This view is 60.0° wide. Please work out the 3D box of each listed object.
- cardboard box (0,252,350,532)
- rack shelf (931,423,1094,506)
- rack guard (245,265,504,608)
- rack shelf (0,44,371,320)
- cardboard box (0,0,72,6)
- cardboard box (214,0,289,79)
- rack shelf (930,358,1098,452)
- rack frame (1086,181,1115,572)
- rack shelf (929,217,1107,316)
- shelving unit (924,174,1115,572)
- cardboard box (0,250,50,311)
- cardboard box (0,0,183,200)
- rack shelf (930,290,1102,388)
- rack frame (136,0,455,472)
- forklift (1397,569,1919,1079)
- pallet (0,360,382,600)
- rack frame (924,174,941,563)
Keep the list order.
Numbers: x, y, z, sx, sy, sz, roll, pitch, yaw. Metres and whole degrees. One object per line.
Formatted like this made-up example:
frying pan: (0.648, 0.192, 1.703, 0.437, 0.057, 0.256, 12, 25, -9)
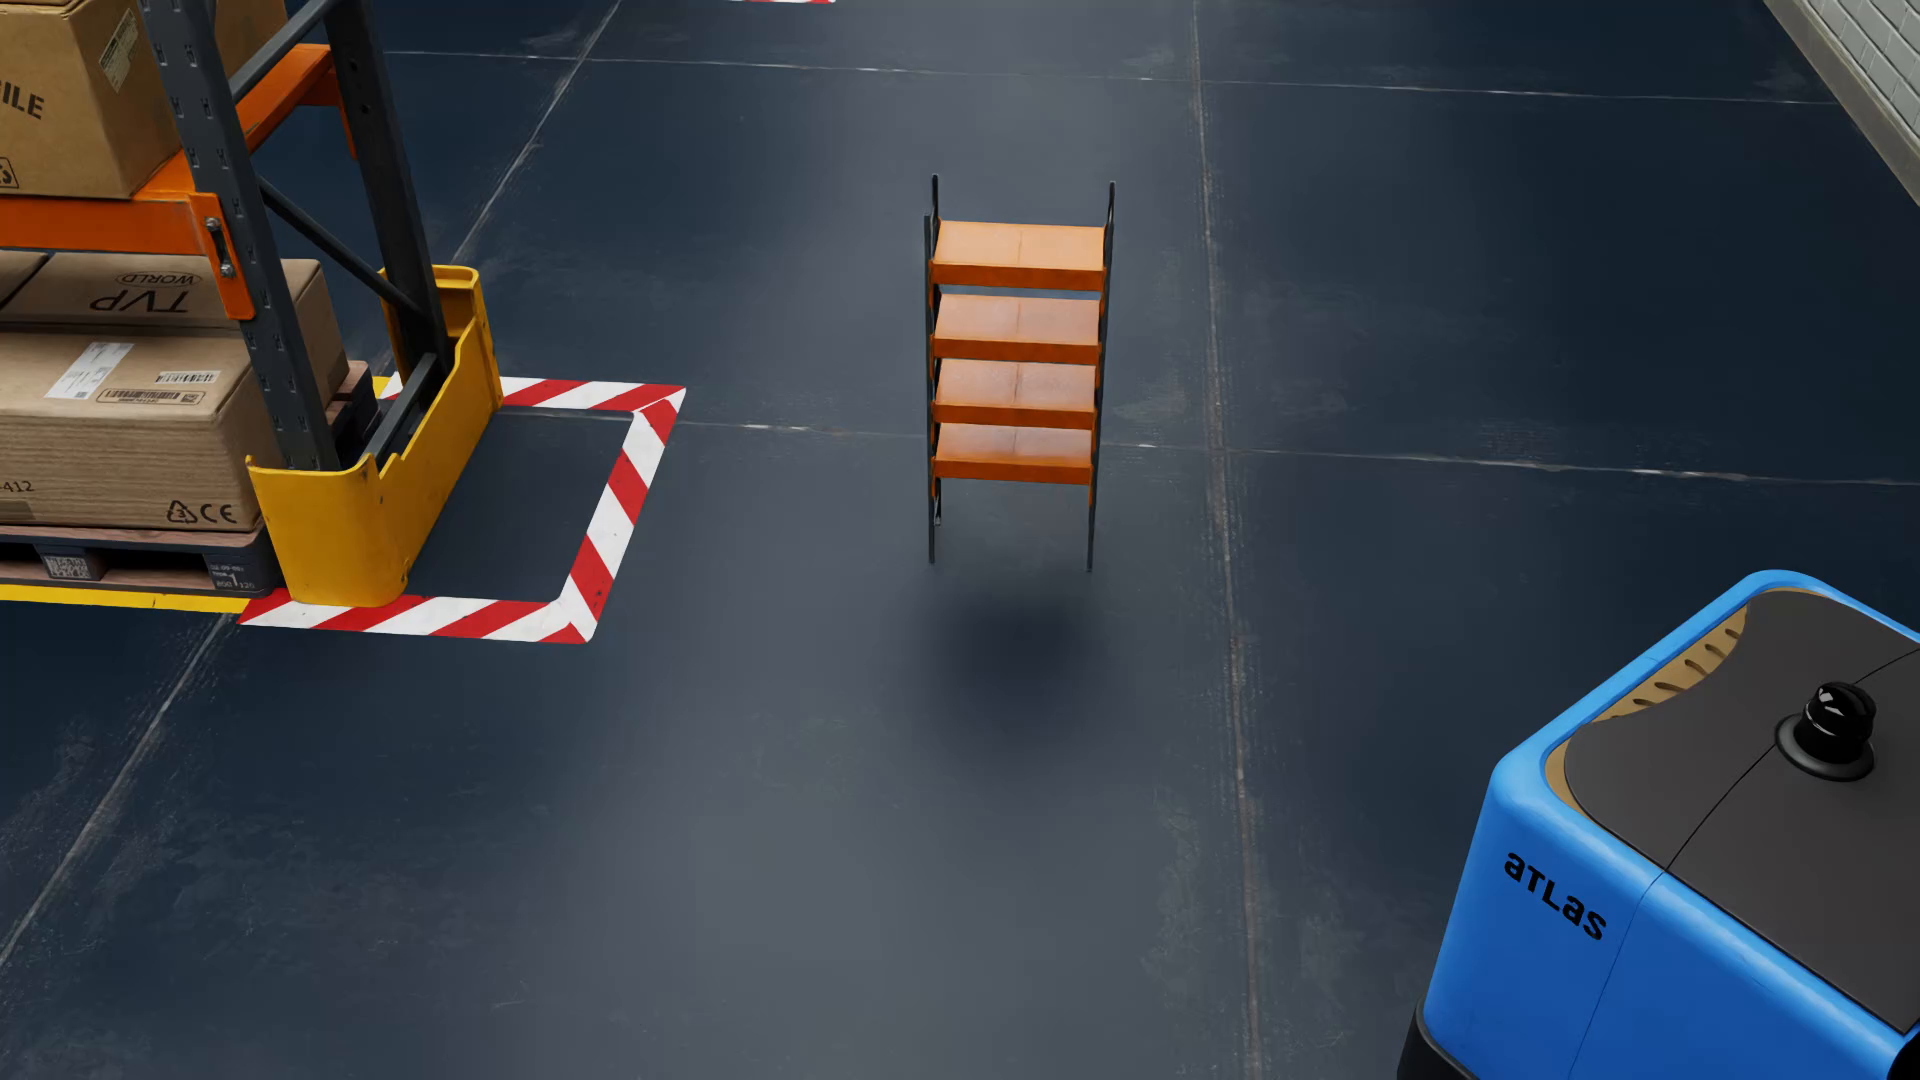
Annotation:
cardboard box: (-2.512, -0.476, 5.156, 0.875, 0.438, 0.875, 2, 39, 2)
rack shelf: (0.165, -0.250, 5.028, 0.480, 0.148, 0.258, 3, 39, 4)
rack guard: (-1.822, -0.363, 5.300, 0.348, 0.500, 1.175, 3, 39, 4)
rack shelf: (-3.838, -1.164, 4.873, 4.000, 0.370, 1.077, 3, 39, 4)
cardboard box: (-2.346, -1.637, 4.014, 0.500, 0.500, 0.500, 4, 39, 5)
cardboard box: (-2.299, -1.579, 4.735, 0.500, 0.500, 0.500, 3, 39, 3)
rack shelf: (0.165, -0.404, 4.903, 0.480, 0.148, 0.258, 3, 39, 4)
rack frame: (0.408, -0.443, 4.844, 0.015, 1.200, 0.240, 3, 39, 4)
rack shelf: (0.165, -0.761, 4.612, 0.480, 0.148, 0.258, 3, 39, 4)
shelving unit: (0.165, -0.456, 4.860, 0.503, 1.200, 0.258, 3, 39, 4)
cardboard box: (-3.424, -0.521, 5.210, 0.875, 0.438, 0.875, 4, 39, 5)
cardboard box: (-2.349, -1.232, 4.309, 0.500, 0.500, 0.500, 3, 39, 4)
rack shelf: (0.165, -0.578, 4.761, 0.480, 0.148, 0.258, 3, 39, 4)
rack frame: (-1.846, -1.334, 4.512, 0.127, 3.000, 1.000, 3, 39, 4)
forklift: (2.278, 0.648, 2.132, 1.130, 2.935, 3.031, -27, 46, -29)
pallet: (-2.649, -0.247, 5.386, 1.213, 0.211, 1.003, 3, 39, 4)
rack frame: (-0.078, -0.470, 4.876, 0.015, 1.200, 0.240, 3, 39, 4)
